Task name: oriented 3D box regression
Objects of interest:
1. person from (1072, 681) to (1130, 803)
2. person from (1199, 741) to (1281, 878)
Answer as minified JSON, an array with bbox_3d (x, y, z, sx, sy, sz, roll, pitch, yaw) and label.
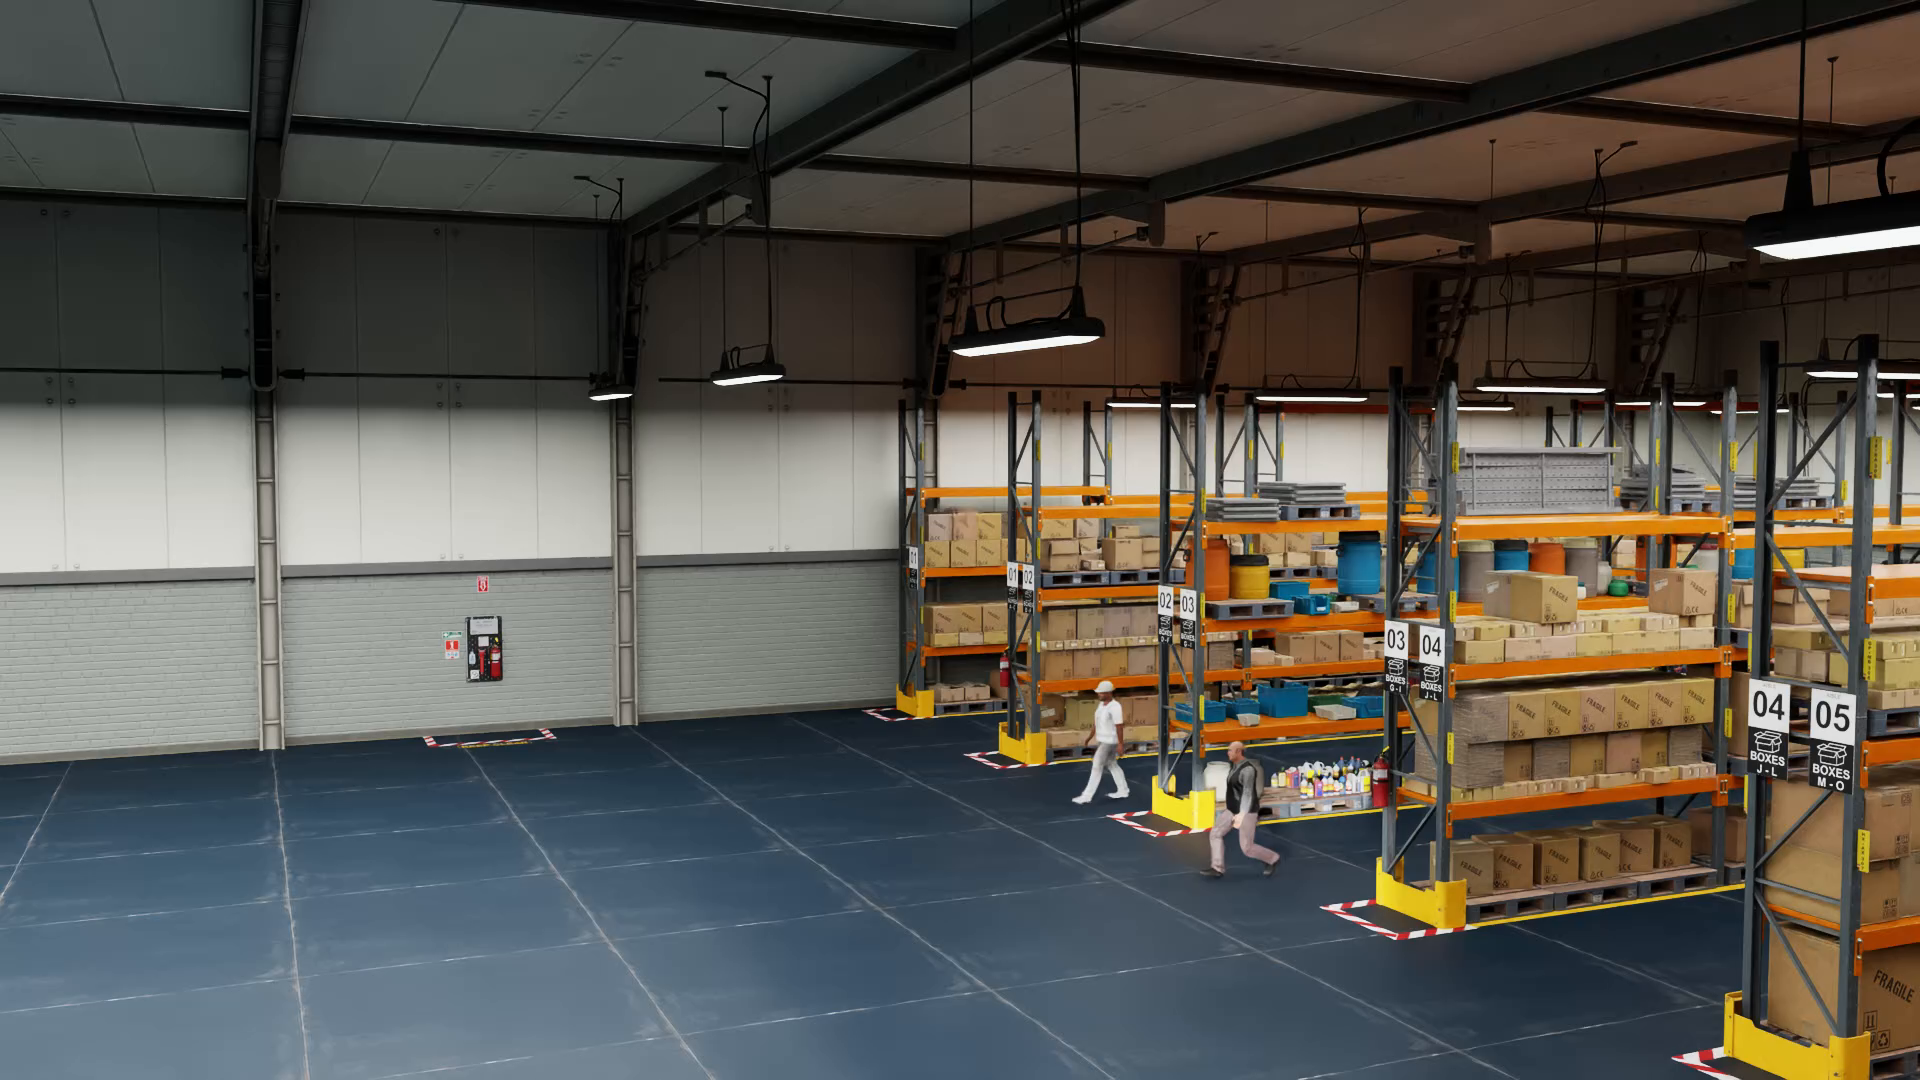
[{"bbox_3d":[2.021,2.881,23.917,0.932,1.722,0.595,-1,3,-11],"label":"person"},{"bbox_3d":[3.320,3.202,19.768,1.018,1.612,0.530,-1,4,-18],"label":"person"}]
